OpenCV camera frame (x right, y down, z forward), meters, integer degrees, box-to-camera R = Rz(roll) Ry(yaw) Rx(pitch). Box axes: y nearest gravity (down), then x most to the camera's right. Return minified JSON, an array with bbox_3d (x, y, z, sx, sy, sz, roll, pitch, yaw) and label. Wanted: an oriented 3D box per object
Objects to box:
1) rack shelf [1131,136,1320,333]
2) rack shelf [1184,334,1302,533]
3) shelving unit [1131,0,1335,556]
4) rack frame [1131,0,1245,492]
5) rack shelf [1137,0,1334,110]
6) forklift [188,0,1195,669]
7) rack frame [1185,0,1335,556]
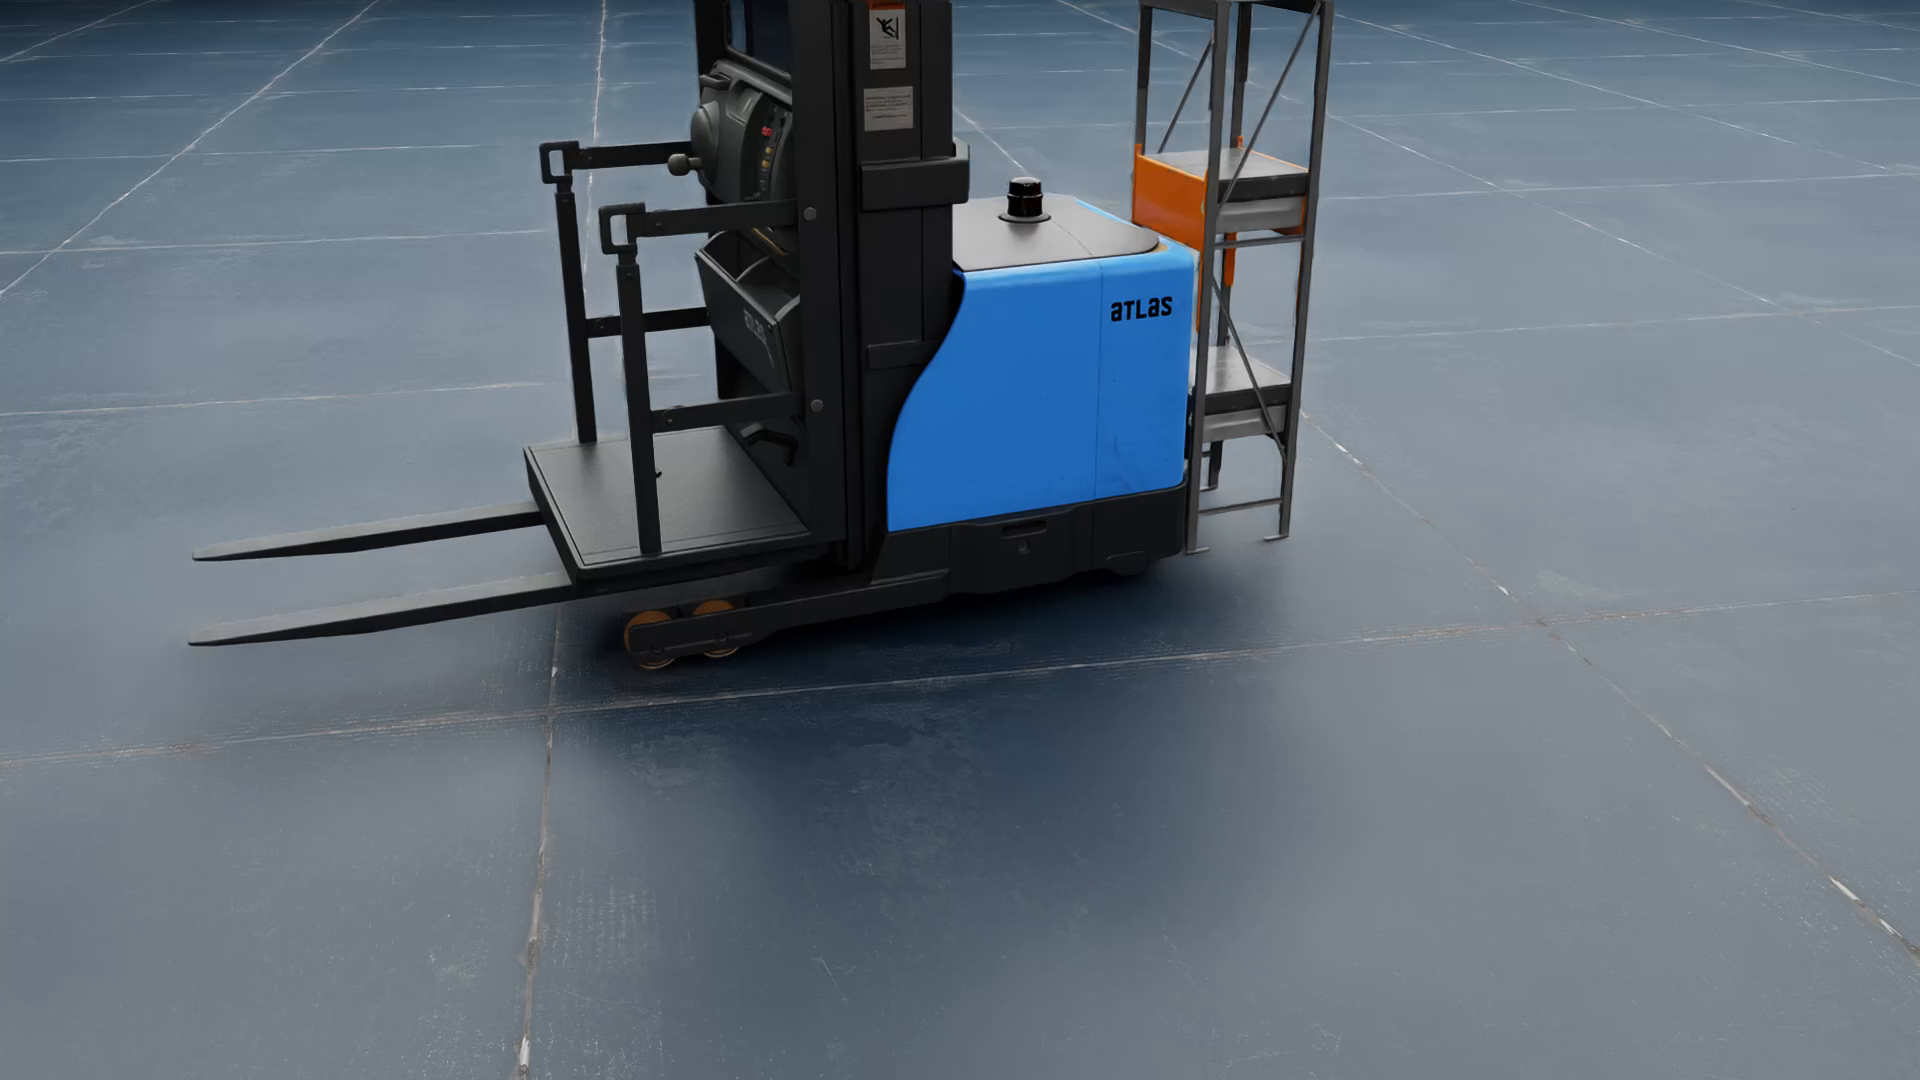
[{"bbox_3d":[0.860,-1.020,5.496,0.431,0.518,0.480,-9,25,-20],"label":"rack shelf"},{"bbox_3d":[0.860,-0.379,5.777,0.431,0.518,0.480,-9,25,-20],"label":"rack shelf"},{"bbox_3d":[0.860,-1.033,5.491,0.431,2.100,0.503,-9,25,-20],"label":"shelving unit"},{"bbox_3d":[0.769,-1.123,5.698,0.400,2.100,0.015,-9,25,-20],"label":"rack frame"},{"bbox_3d":[0.860,-1.662,5.216,0.431,0.518,0.480,-9,25,-20],"label":"rack shelf"},{"bbox_3d":[-0.827,-1.204,4.844,3.031,2.935,1.130,-9,25,-20],"label":"forklift"},{"bbox_3d":[0.951,-0.942,5.283,0.400,2.100,0.015,-9,25,-20],"label":"rack frame"}]
